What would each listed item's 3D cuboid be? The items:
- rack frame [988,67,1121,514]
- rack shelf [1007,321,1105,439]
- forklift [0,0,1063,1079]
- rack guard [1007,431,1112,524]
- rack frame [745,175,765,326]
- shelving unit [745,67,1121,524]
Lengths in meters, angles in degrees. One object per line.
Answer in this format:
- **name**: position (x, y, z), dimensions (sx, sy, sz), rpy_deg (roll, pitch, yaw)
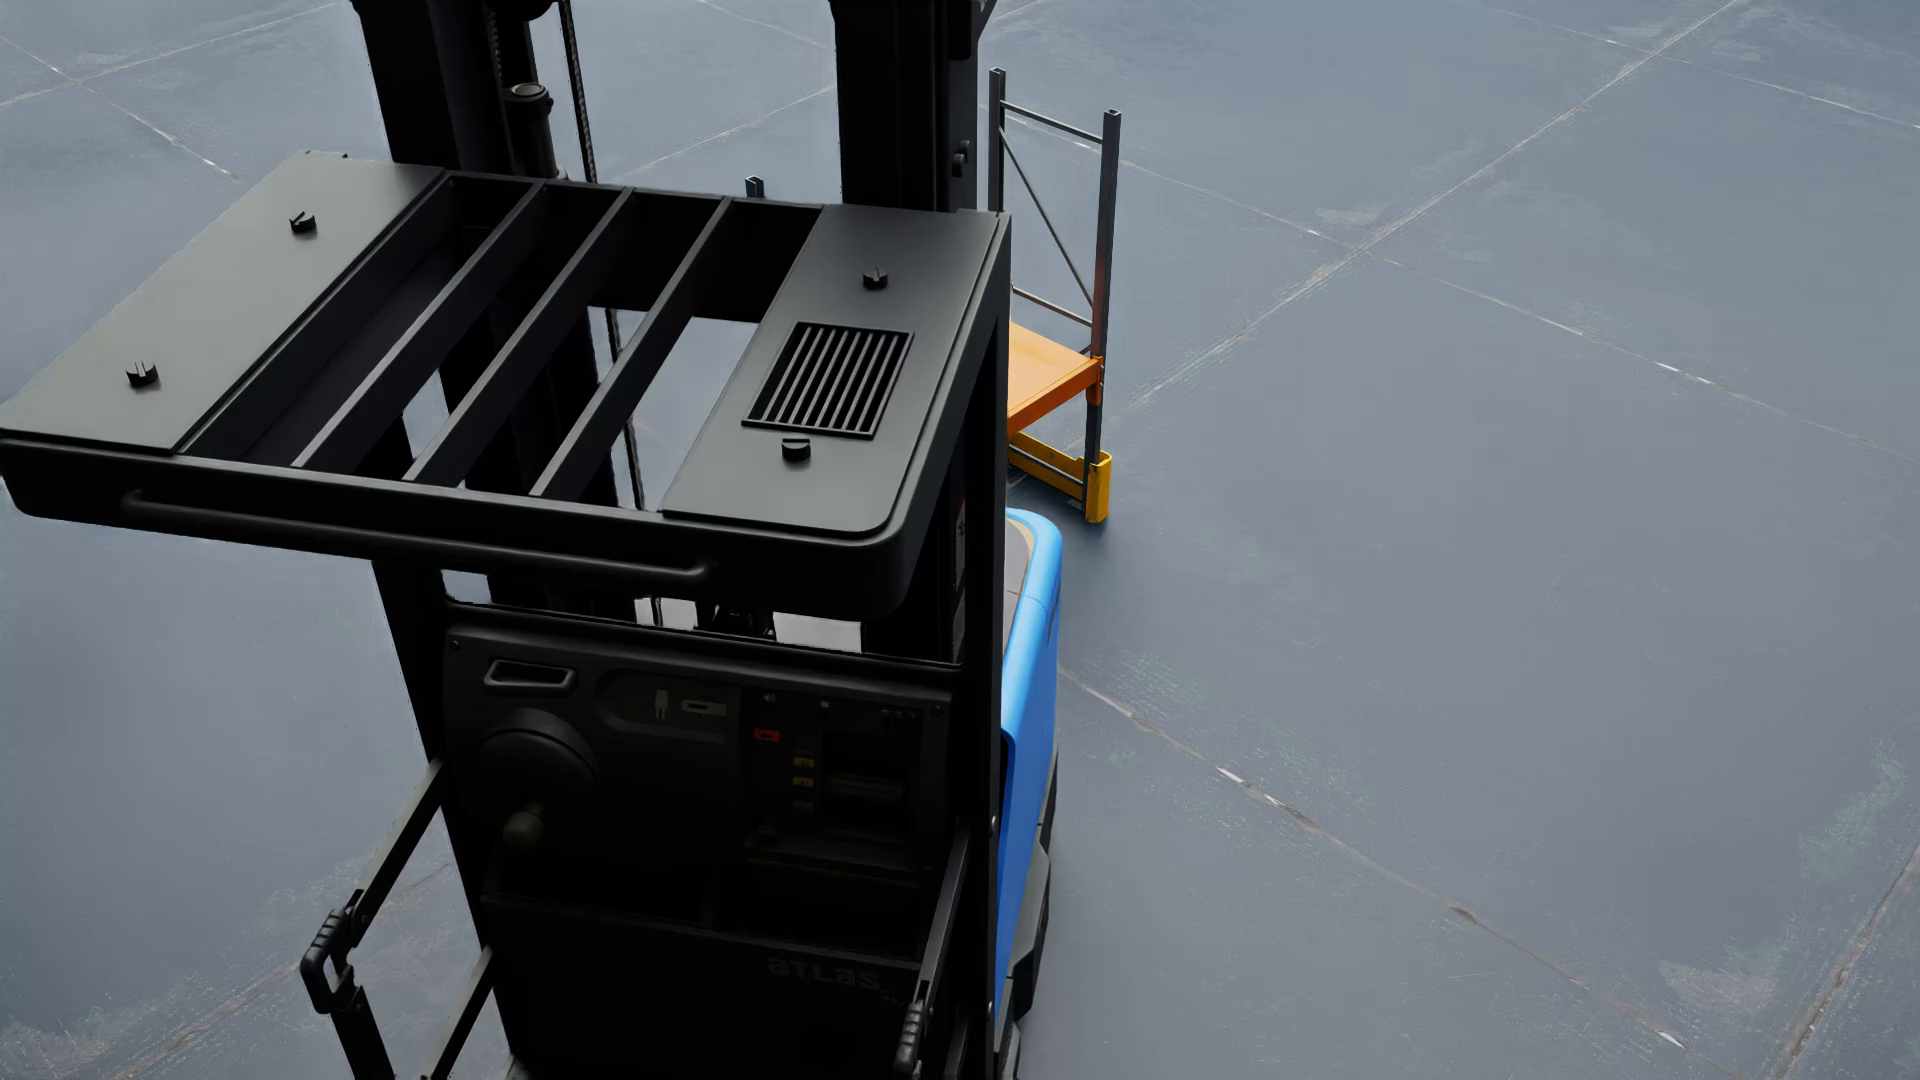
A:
- **rack frame**: position (0.285, -0.781, 5.528), dimensions (0.500, 1.500, 0.032), rpy_deg (30, 47, 32)
- **rack shelf**: position (-0.058, -0.407, 5.346), dimensions (0.538, 0.185, 1.000), rpy_deg (30, 47, 32)
- **forklift**: position (-0.516, 0.469, 2.806), dimensions (1.130, 2.935, 3.031), rpy_deg (7, 39, 9)
- **rack guard**: position (0.285, -0.292, 5.916), dimensions (0.587, 0.250, 0.087), rpy_deg (30, 47, 32)
- **rack frame**: position (-0.401, -0.314, 4.940), dimensions (0.500, 1.500, 0.032), rpy_deg (30, 47, 32)
- **shelving unit**: position (-0.051, -0.552, 5.239), dimensions (0.587, 1.500, 1.083), rpy_deg (30, 47, 32)
